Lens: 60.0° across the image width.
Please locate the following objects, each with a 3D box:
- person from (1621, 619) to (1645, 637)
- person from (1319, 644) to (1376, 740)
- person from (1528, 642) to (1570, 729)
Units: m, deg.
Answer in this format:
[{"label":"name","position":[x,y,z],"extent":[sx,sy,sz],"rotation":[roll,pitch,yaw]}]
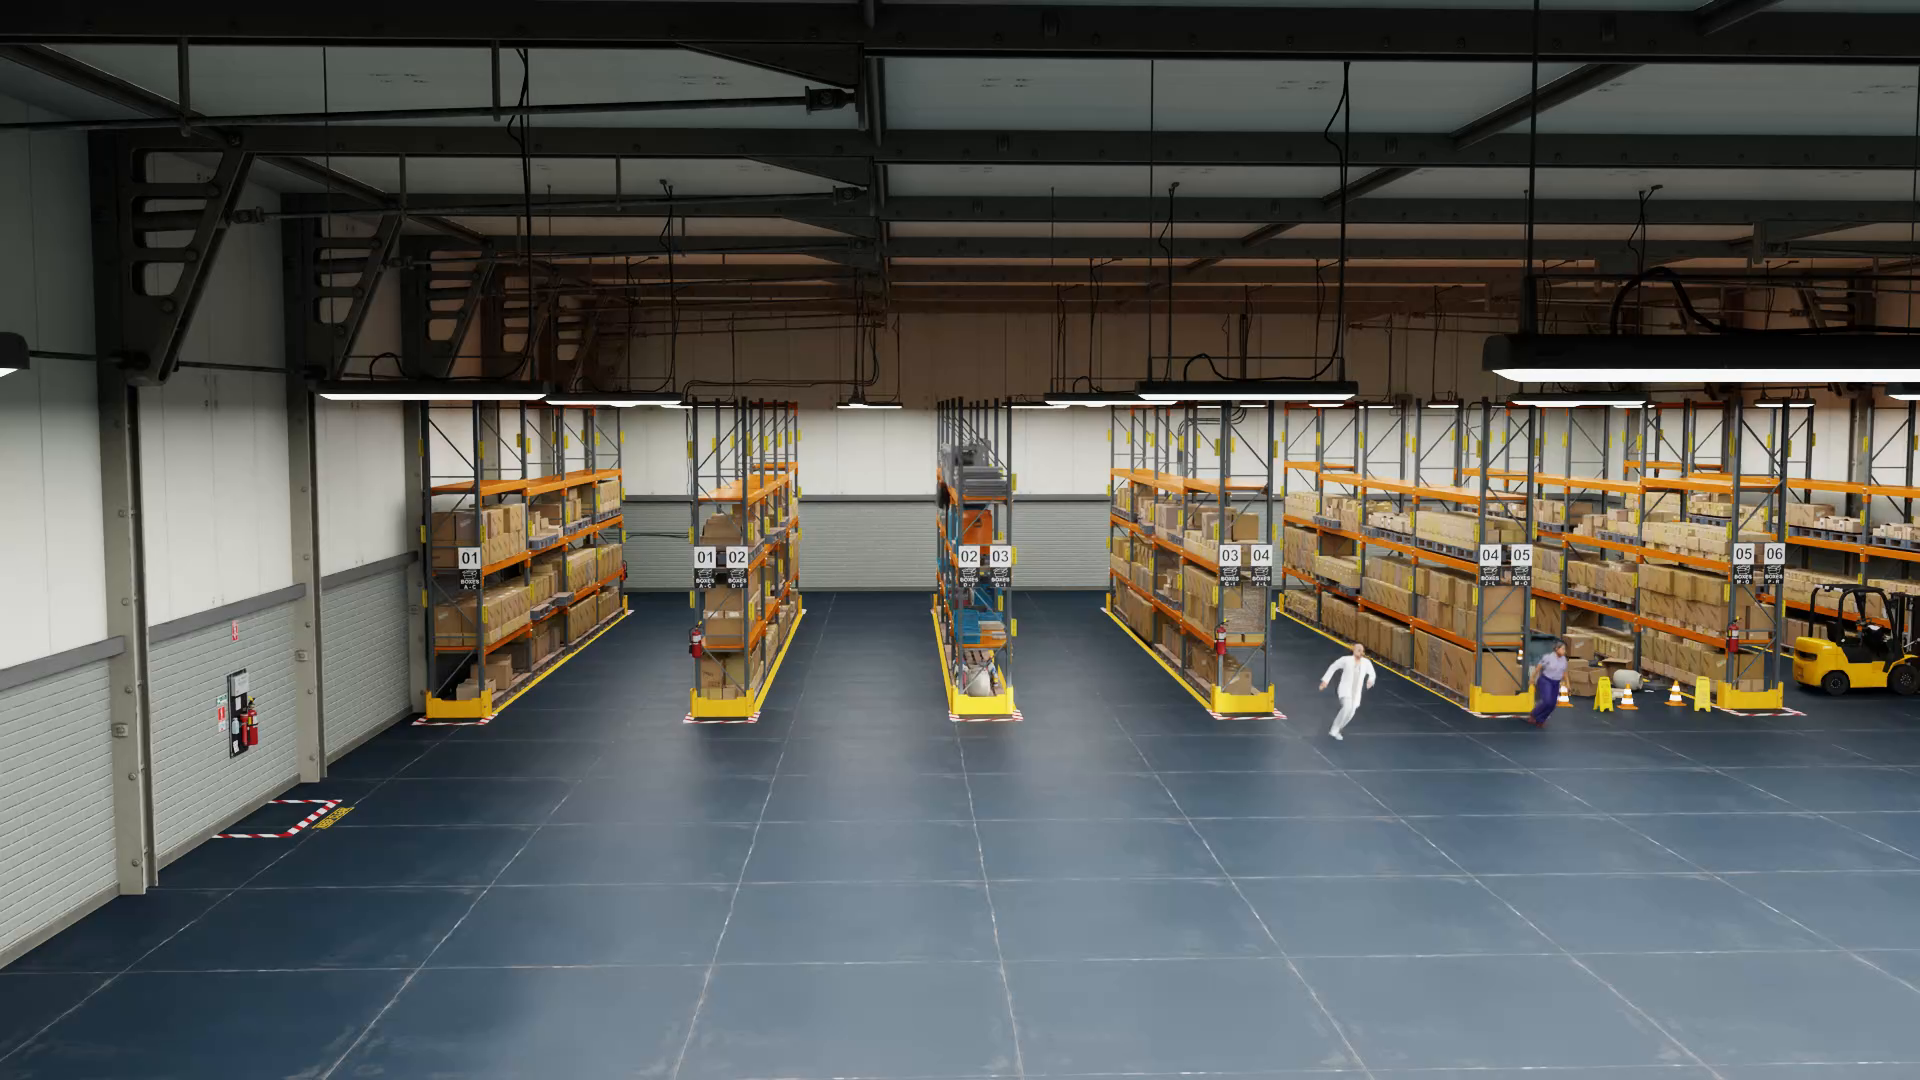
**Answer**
[{"label":"person","position":[16.469,1.723,40.608],"extent":[0.661,1.740,0.835],"rotation":[-1,5,-11]},{"label":"person","position":[6.847,2.655,29.068],"extent":[0.878,1.689,0.735],"rotation":[-1,5,-18]},{"label":"person","position":[10.622,2.619,30.005],"extent":[0.639,1.608,0.551],"rotation":[-2,5,-25]}]
